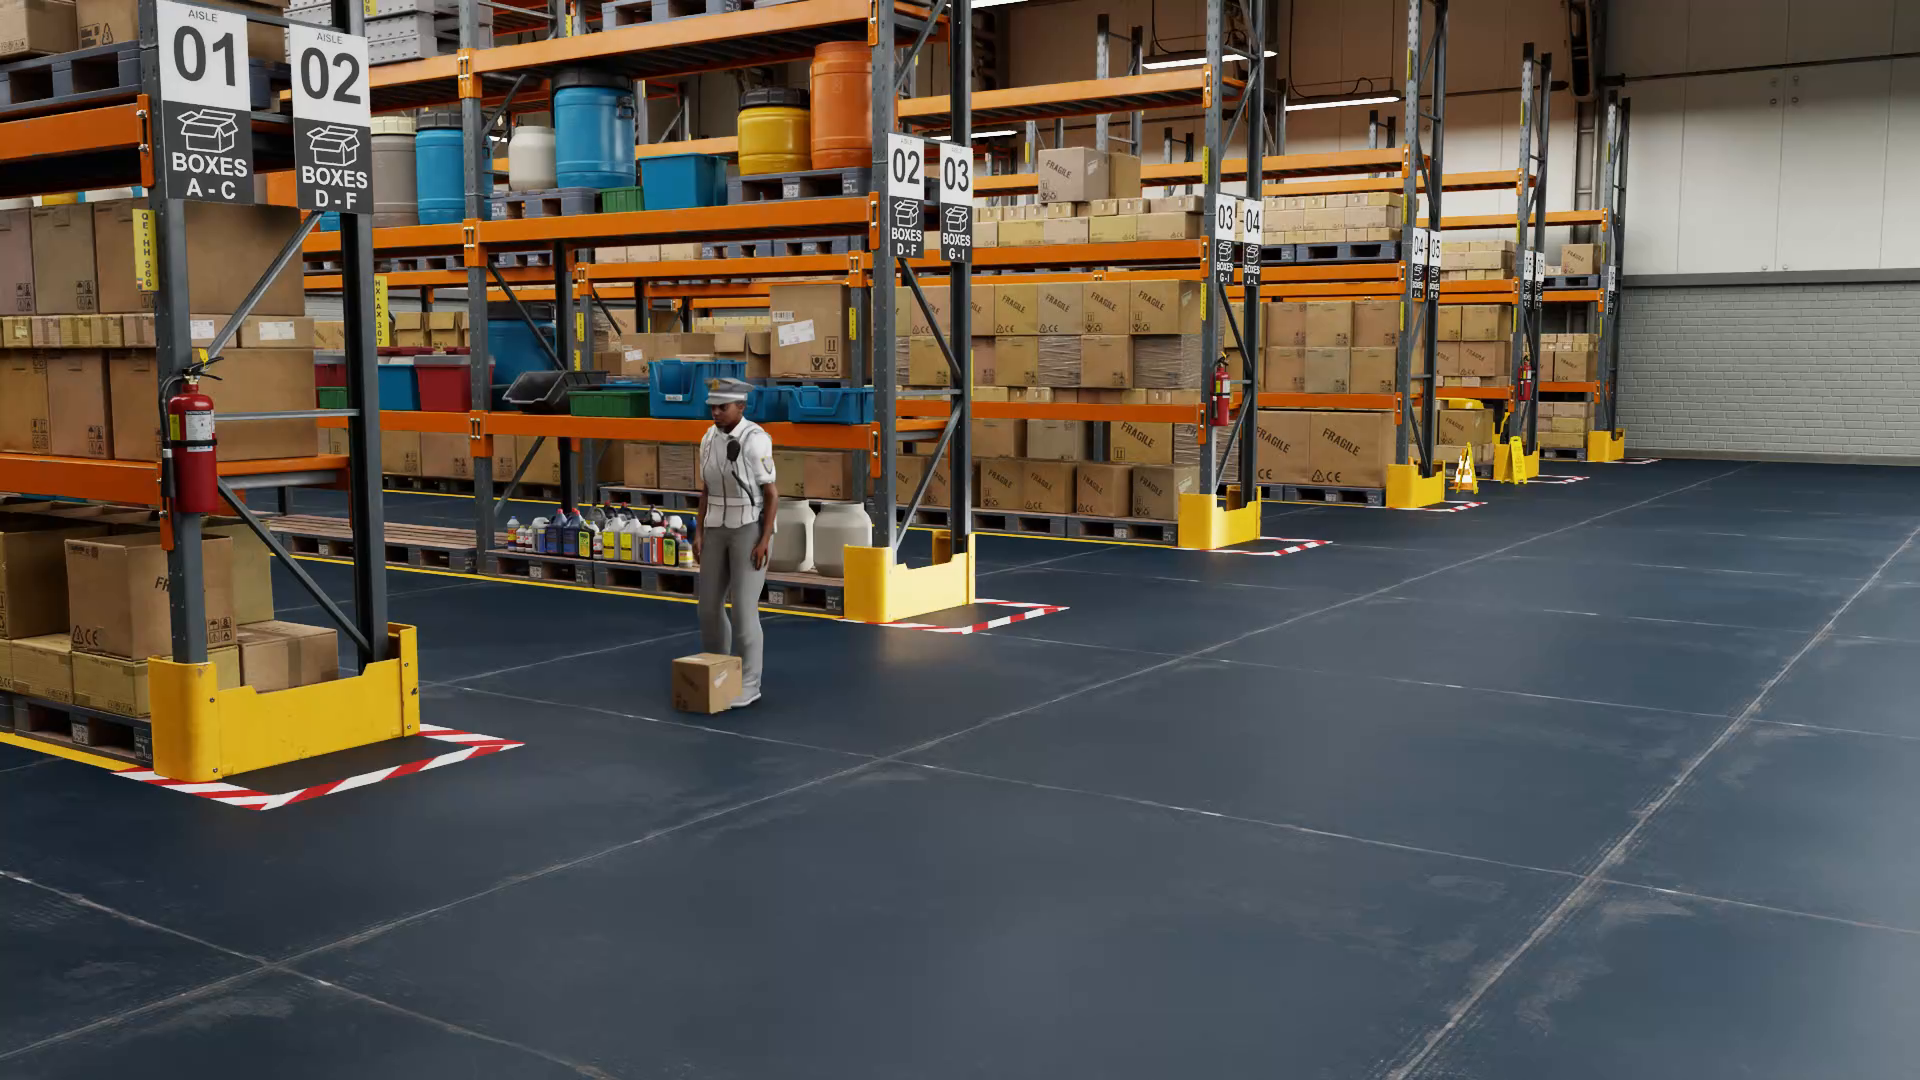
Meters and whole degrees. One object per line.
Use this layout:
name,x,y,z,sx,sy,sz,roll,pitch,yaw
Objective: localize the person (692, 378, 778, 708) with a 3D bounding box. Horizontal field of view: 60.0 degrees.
person,-1.169,0.001,8.499,0.506,1.659,0.425,4,8,31
